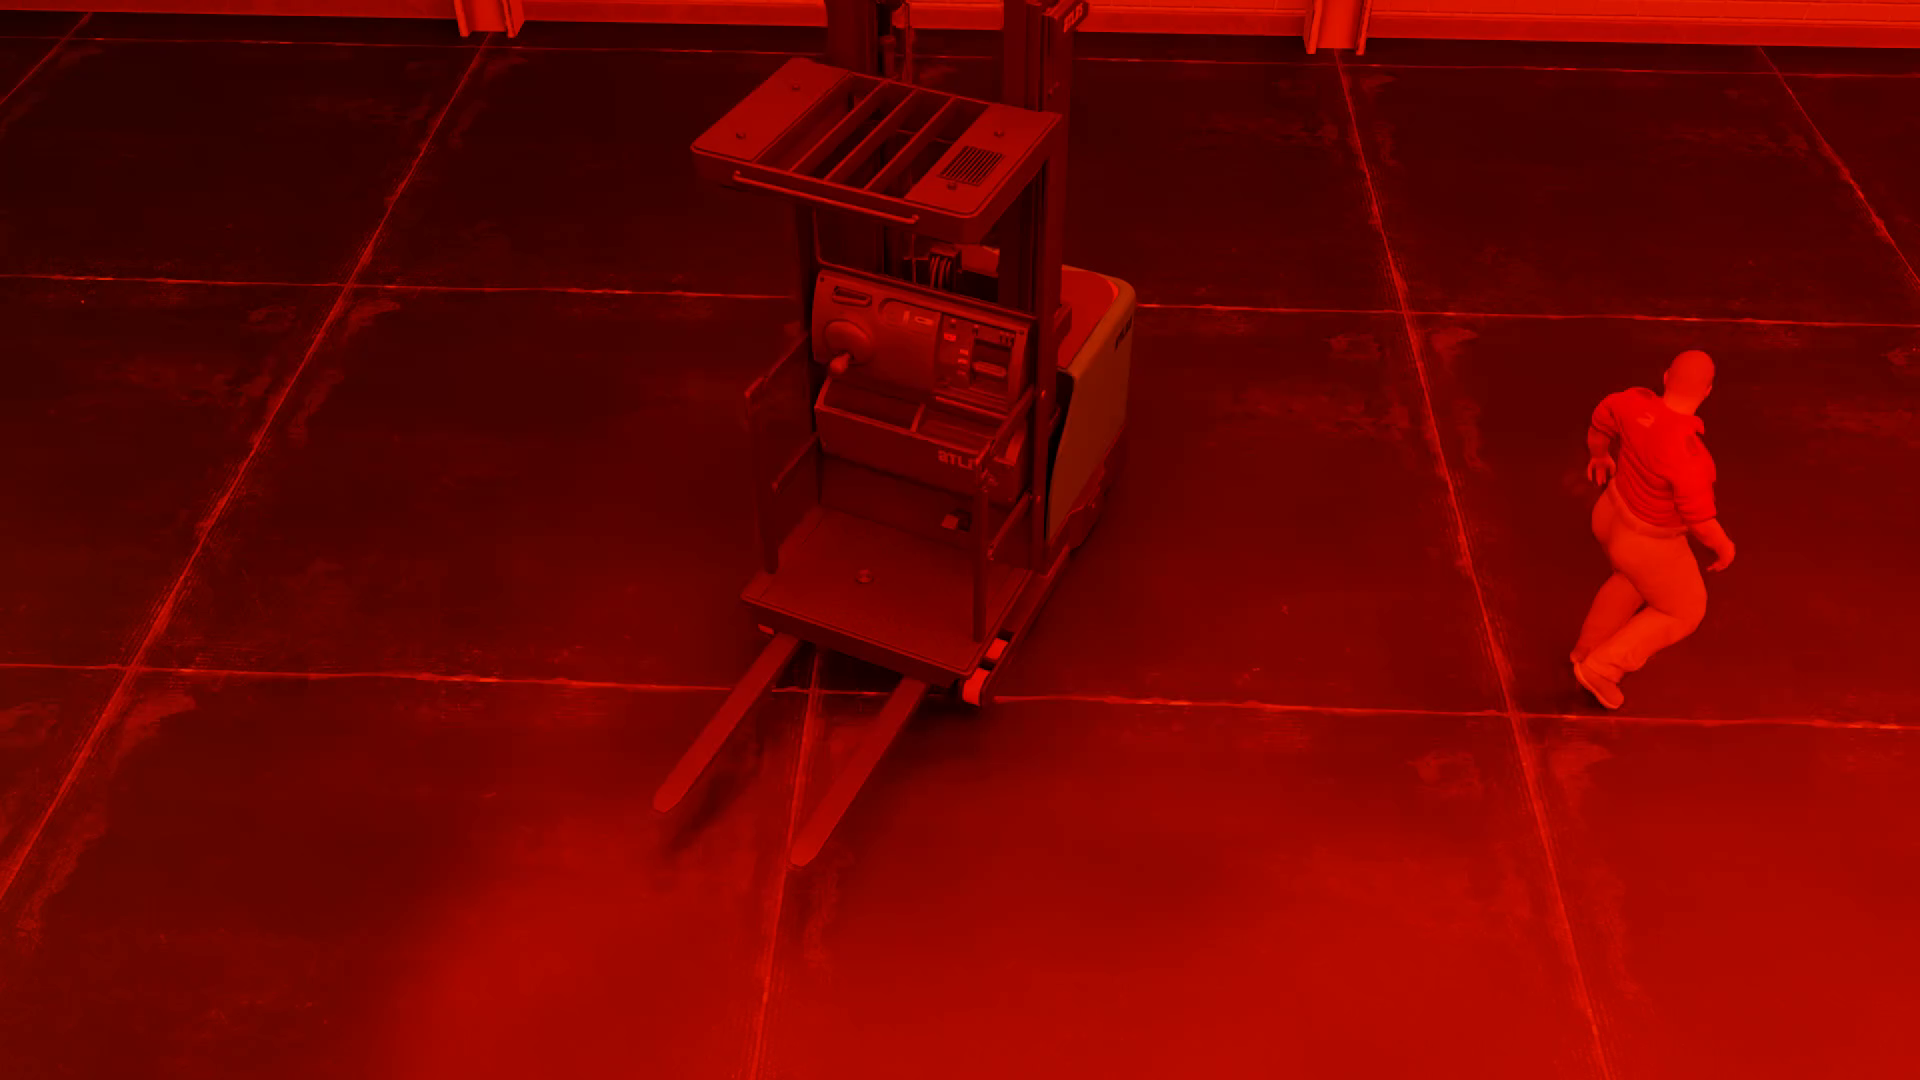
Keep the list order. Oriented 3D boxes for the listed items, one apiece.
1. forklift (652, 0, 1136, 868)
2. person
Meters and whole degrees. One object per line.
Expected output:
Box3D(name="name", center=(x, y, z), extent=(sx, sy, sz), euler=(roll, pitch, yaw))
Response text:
Box3D(name="forklift", center=(-0.257, -0.709, 6.519), extent=(1.130, 2.935, 3.031), euler=(17, 45, 18))
Box3D(name="person", center=(2.785, -0.073, 6.755), extent=(0.492, 1.707, 0.779), euler=(-5, 43, -5))
